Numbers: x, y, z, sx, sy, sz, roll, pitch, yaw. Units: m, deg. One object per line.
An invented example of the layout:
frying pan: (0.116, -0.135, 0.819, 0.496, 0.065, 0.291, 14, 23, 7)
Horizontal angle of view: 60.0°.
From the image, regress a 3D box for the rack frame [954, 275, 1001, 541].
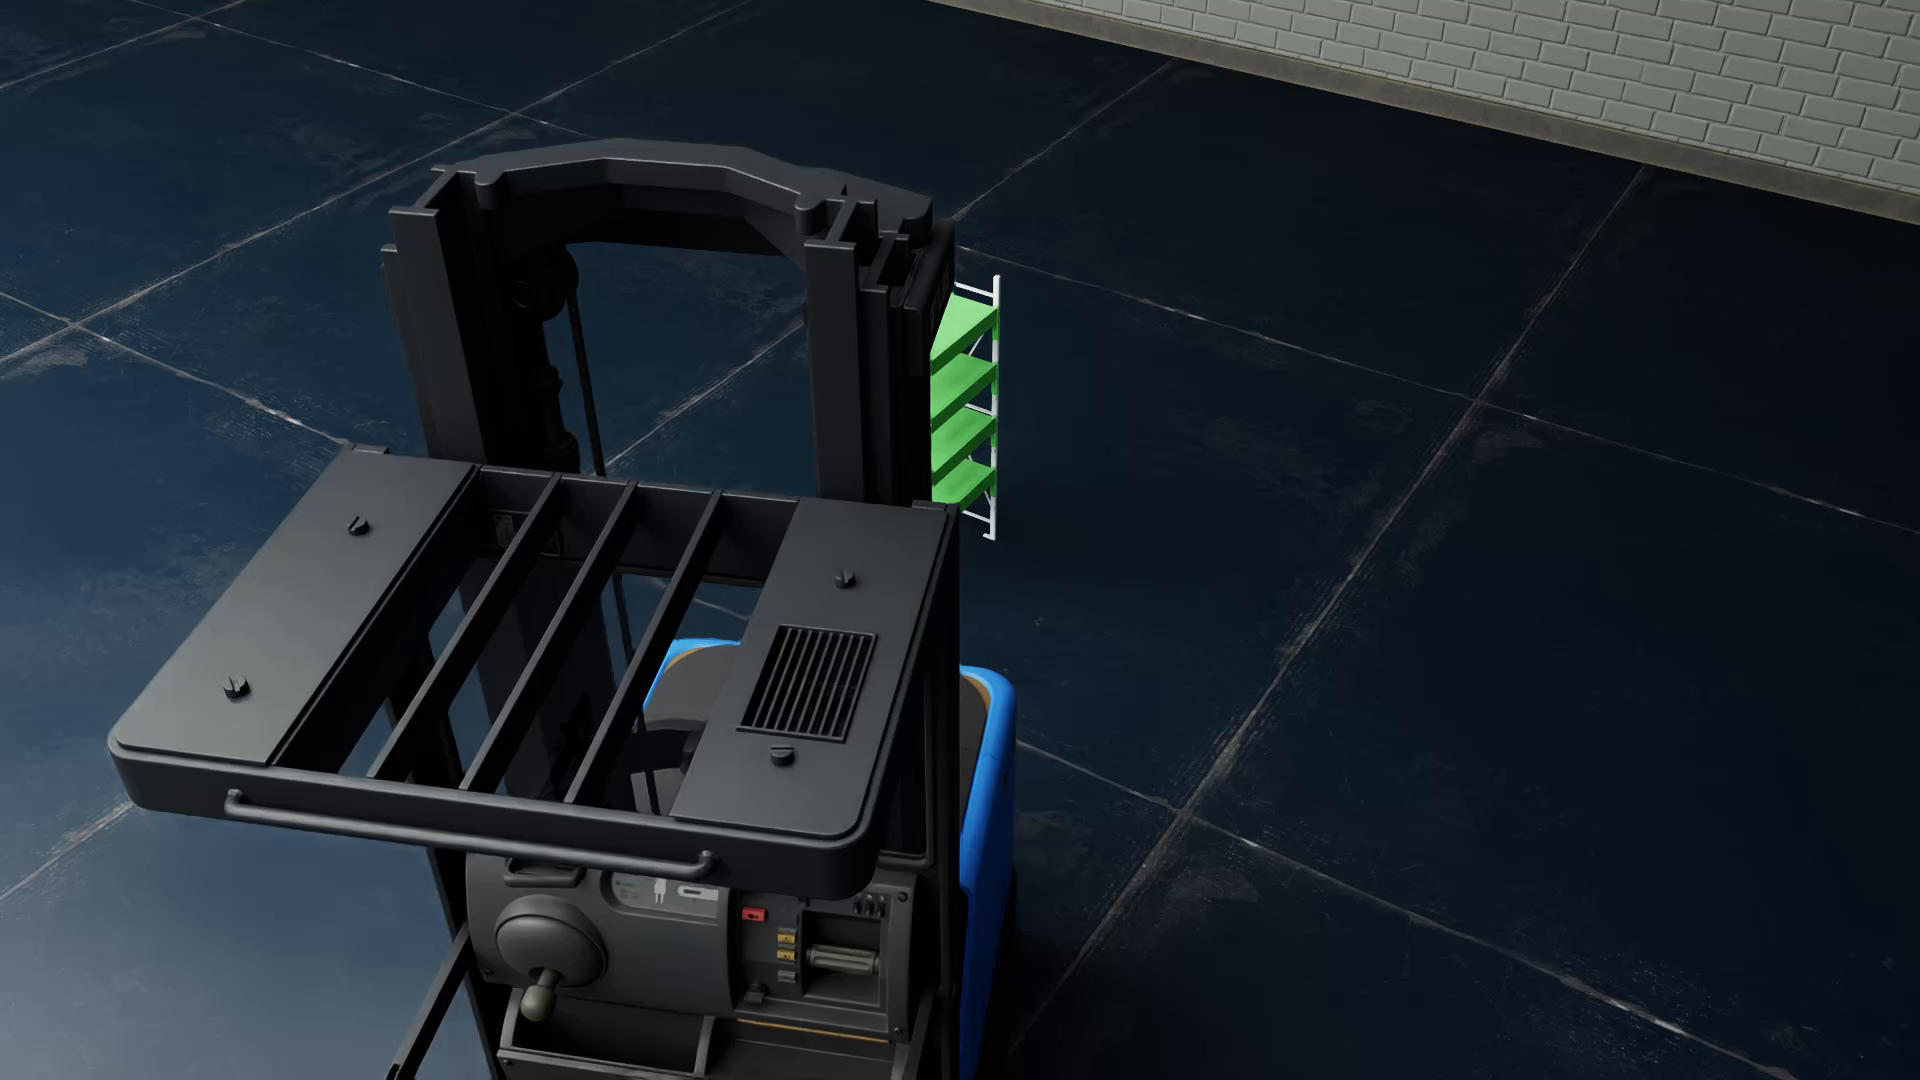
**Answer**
rack frame: (0.042, -0.516, 6.436, 0.240, 1.200, 0.015, 21, 42, 25)

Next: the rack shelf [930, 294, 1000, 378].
rack shelf: (-0.089, -0.719, 6.019, 0.258, 0.148, 0.480, 21, 42, 25)

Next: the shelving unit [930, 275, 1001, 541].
shelving unit: (-0.089, -0.390, 6.273, 0.258, 1.200, 0.503, 21, 42, 25)

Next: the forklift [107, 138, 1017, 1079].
forklift: (-0.585, 0.882, 3.205, 1.130, 2.935, 3.031, 6, 38, 8)

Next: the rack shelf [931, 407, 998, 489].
rack shelf: (-0.089, -0.339, 6.312, 0.258, 0.148, 0.480, 21, 42, 25)

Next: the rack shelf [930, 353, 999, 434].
rack shelf: (-0.089, -0.529, 6.165, 0.258, 0.148, 0.480, 21, 42, 25)

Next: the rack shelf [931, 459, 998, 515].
rack shelf: (-0.089, -0.149, 6.459, 0.258, 0.148, 0.480, 21, 42, 25)
